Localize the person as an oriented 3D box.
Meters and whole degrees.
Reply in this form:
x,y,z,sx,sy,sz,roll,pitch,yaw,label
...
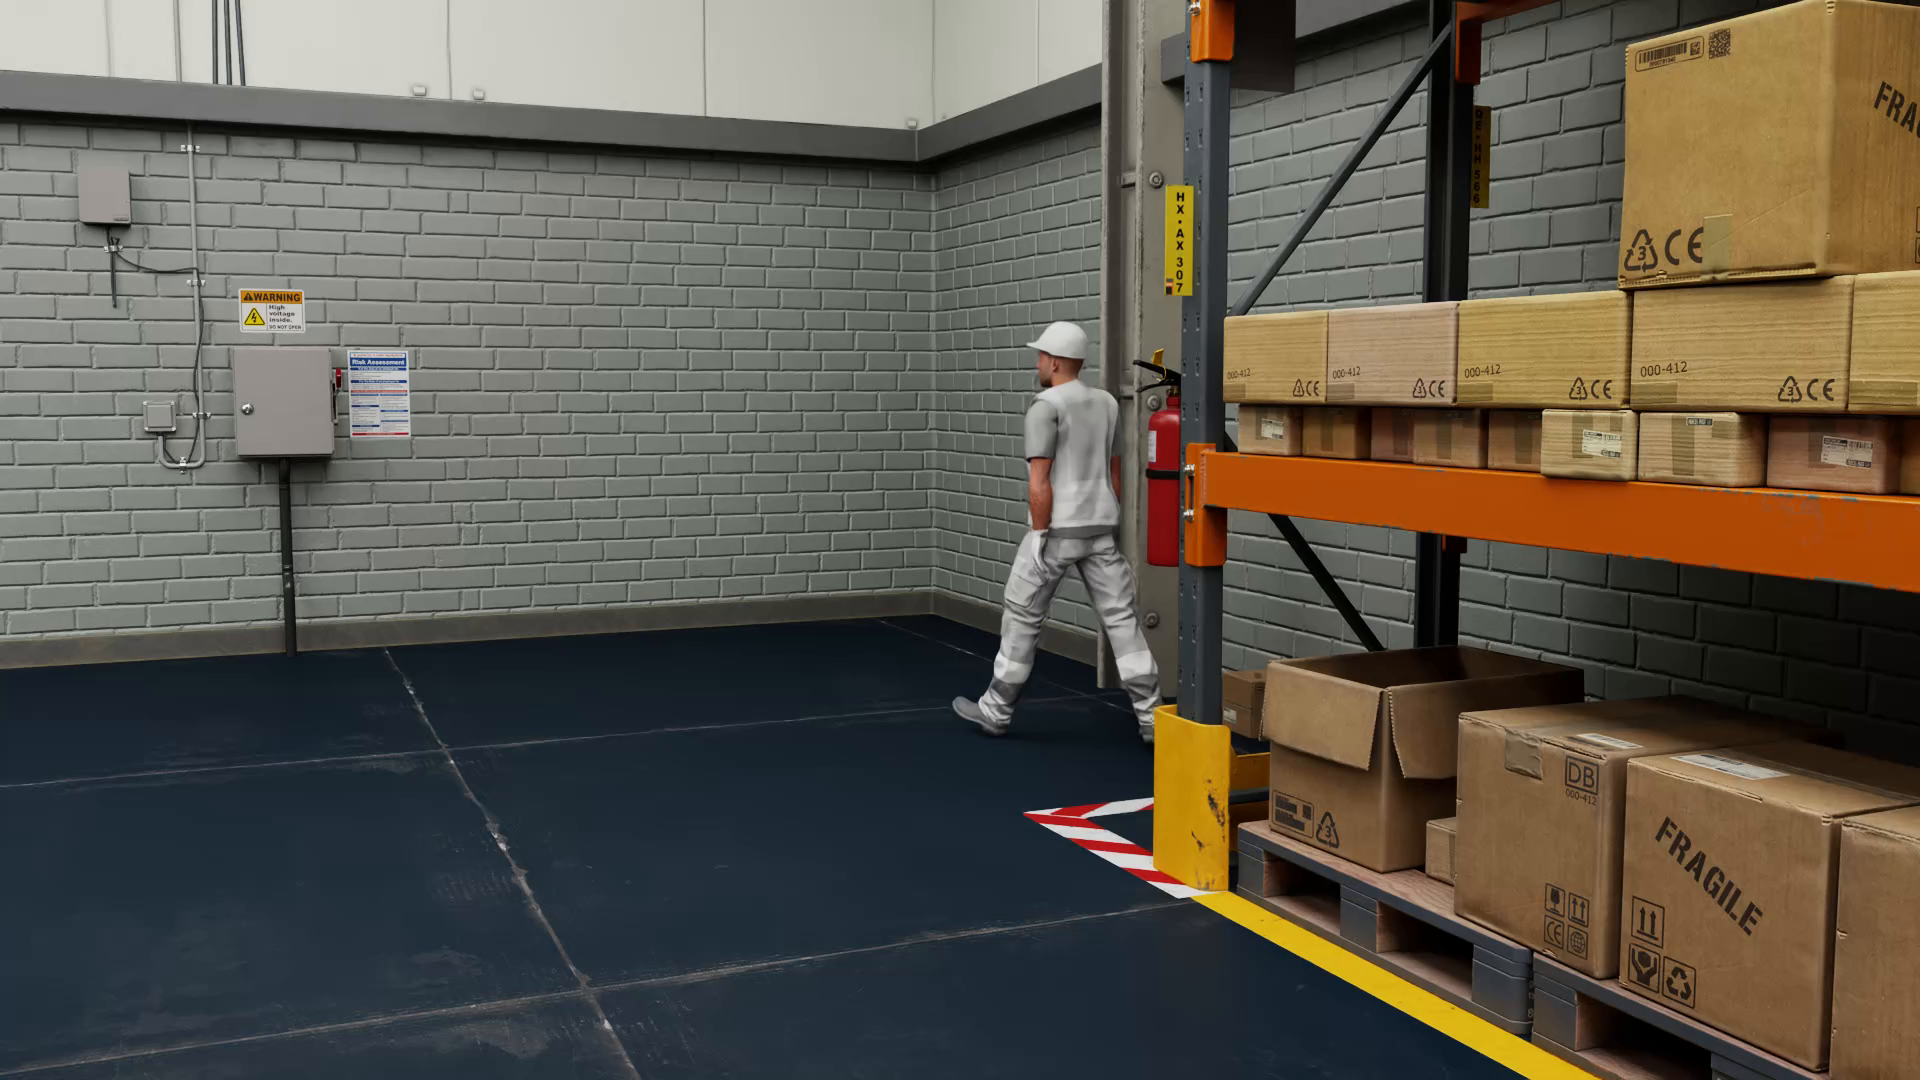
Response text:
x,y,z,sx,sy,sz,roll,pitch,yaw,label
0.451,-0.008,6.976,0.598,1.710,0.935,-4,7,-35,person
